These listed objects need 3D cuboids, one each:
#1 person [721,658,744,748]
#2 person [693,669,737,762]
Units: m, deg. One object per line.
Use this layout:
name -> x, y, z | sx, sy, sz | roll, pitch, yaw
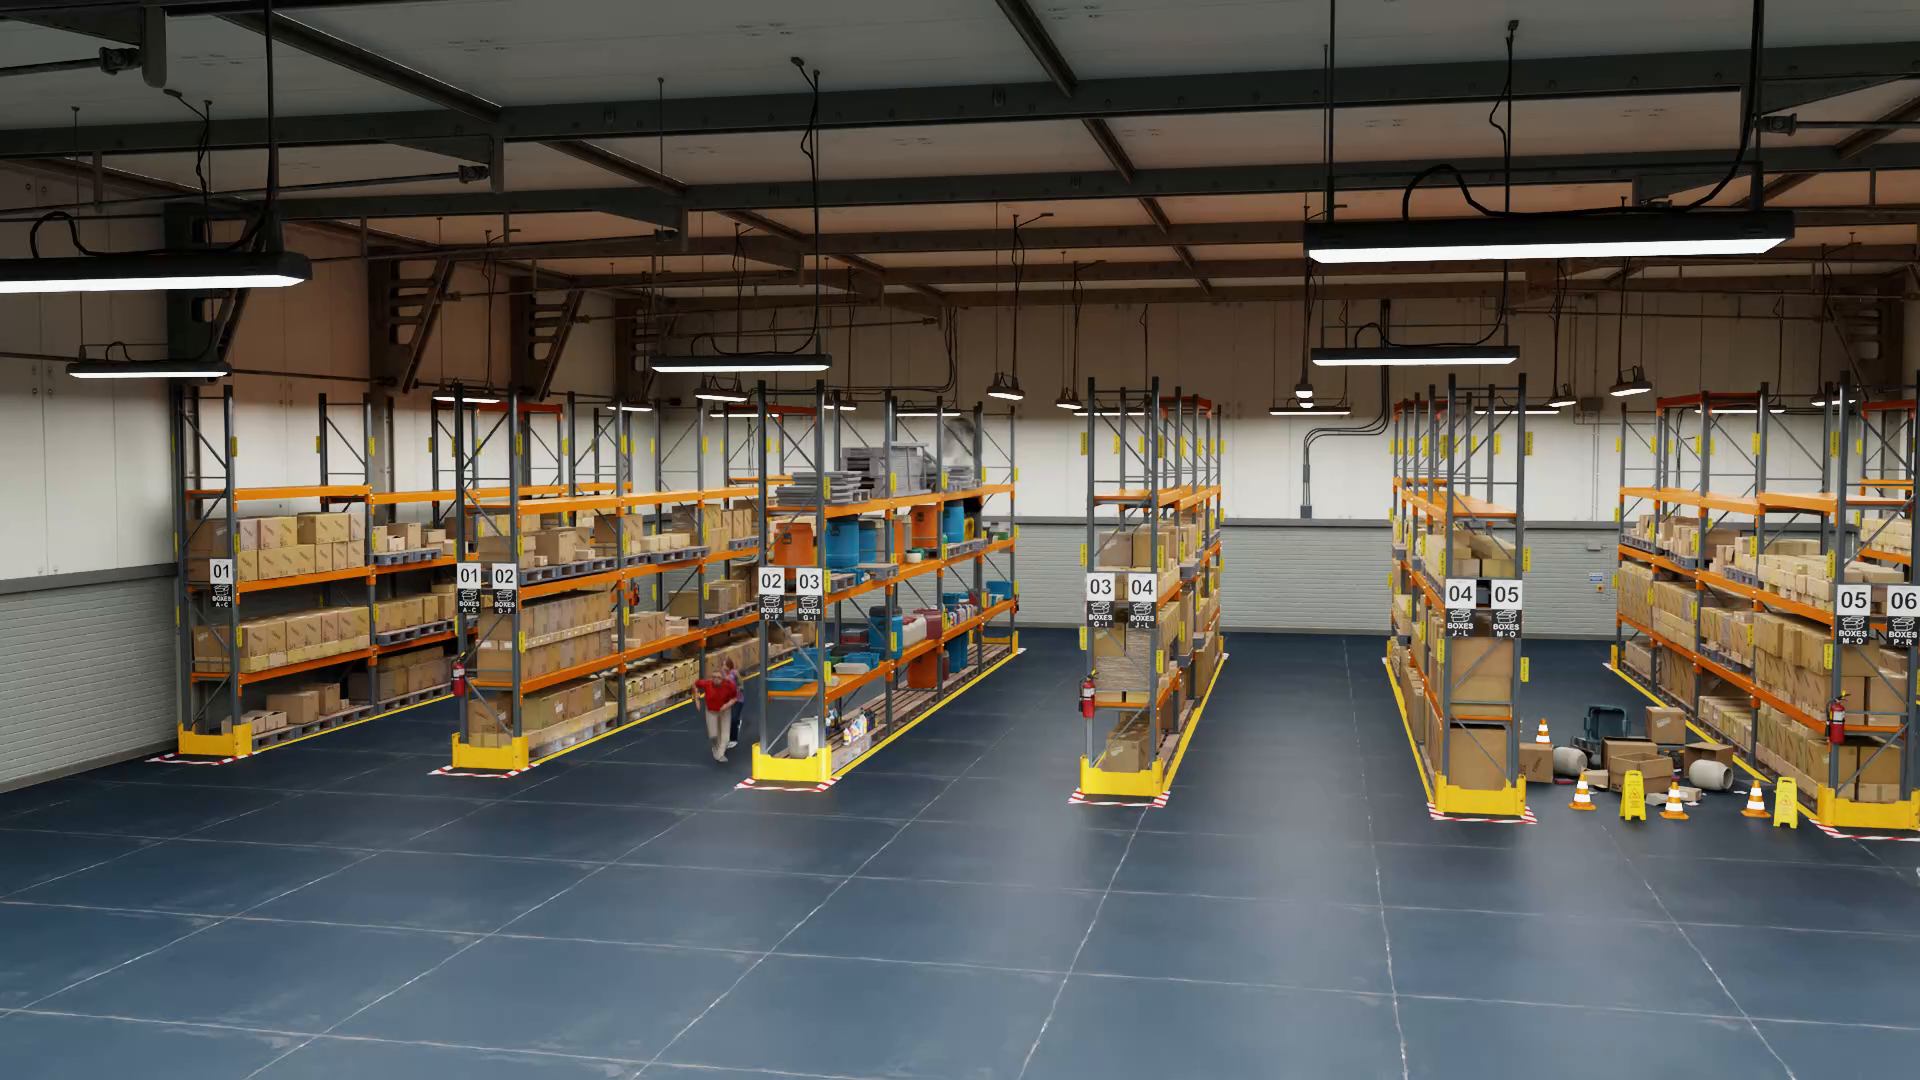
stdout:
person -> -3.809, 2.707, 27.659 | 0.527, 1.530, 0.666 | 1, 3, 18
person -> -3.849, 2.762, 26.146 | 0.694, 1.544, 0.867 | 0, 3, -8
